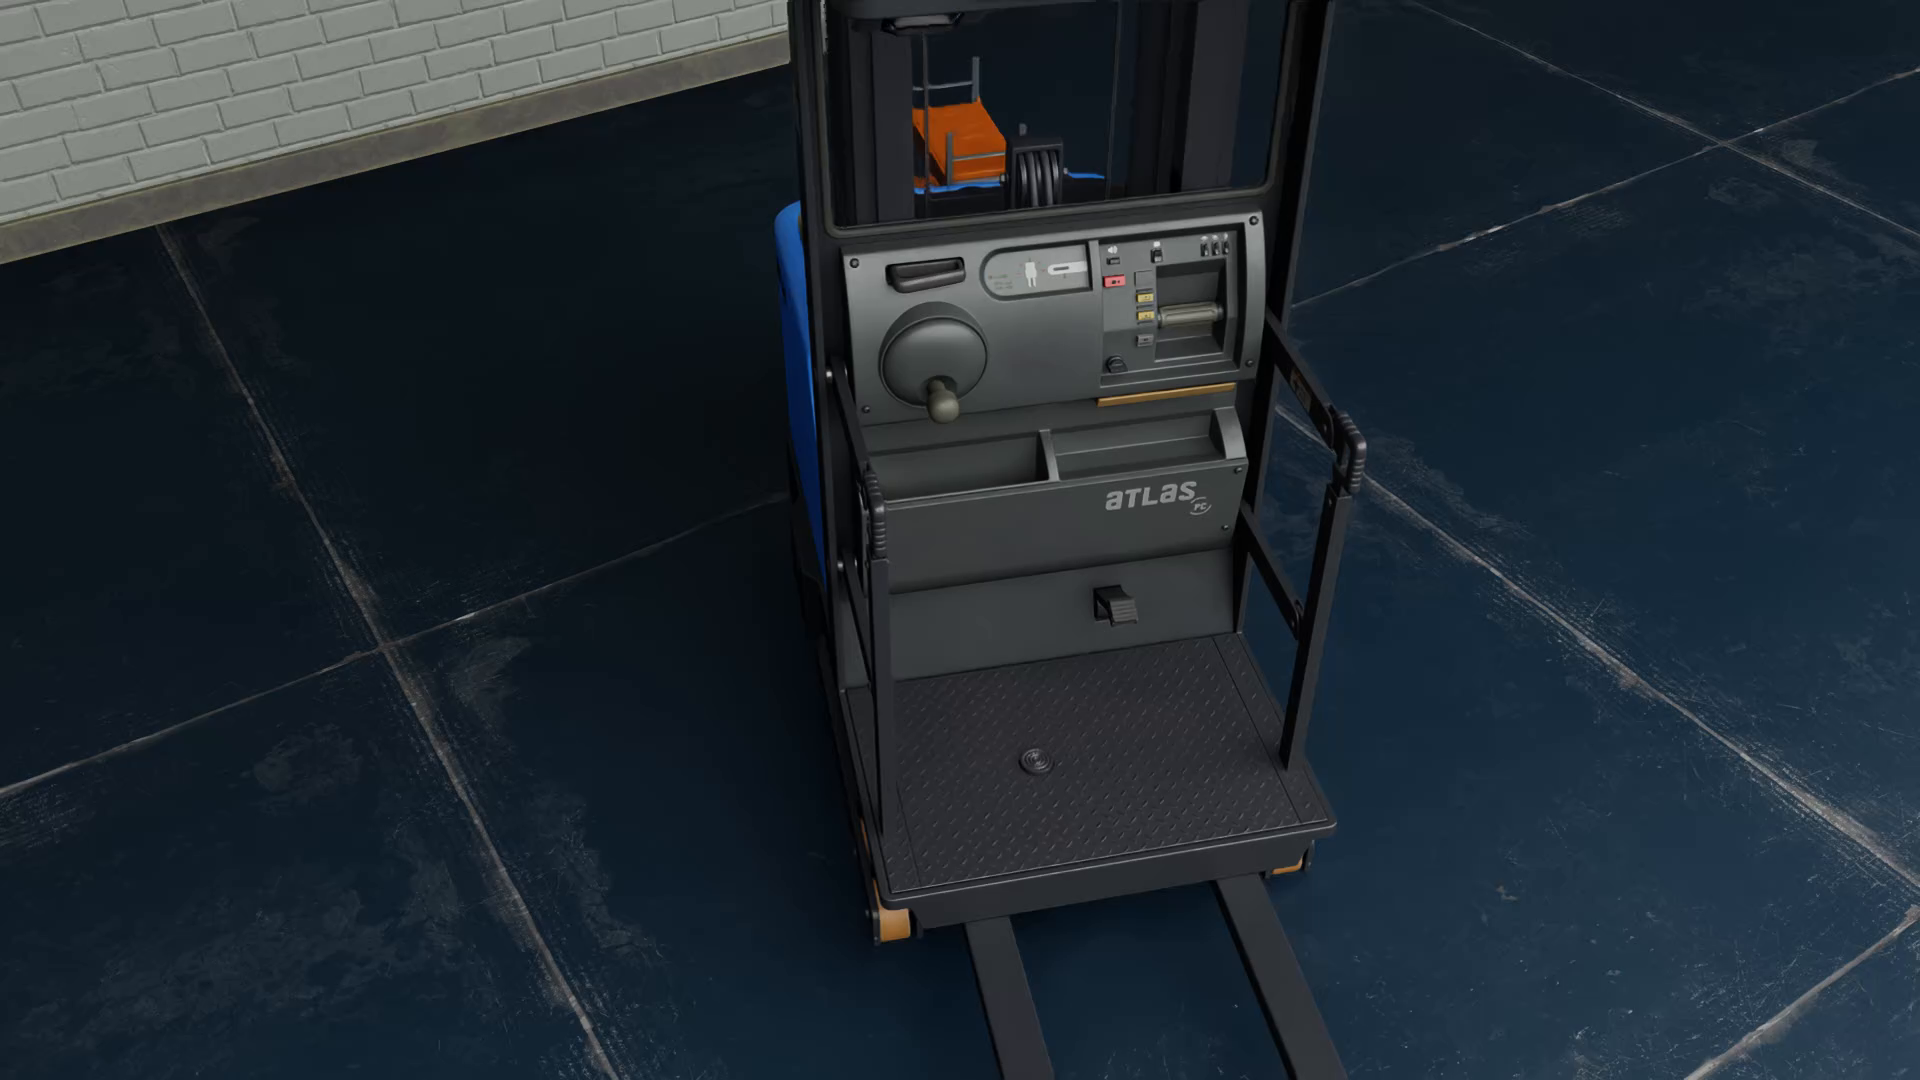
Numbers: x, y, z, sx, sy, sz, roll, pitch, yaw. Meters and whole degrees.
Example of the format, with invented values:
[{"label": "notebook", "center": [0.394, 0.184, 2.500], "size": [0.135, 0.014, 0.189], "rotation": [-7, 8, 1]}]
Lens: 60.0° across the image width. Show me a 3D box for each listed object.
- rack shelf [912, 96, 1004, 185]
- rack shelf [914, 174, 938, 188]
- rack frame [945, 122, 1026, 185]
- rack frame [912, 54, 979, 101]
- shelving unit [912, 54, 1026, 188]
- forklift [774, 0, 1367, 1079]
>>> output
[{"label": "rack shelf", "center": [0.008, -1.183, 5.119], "size": [0.258, 0.148, 0.480], "rotation": [-10, 41, -12]}, {"label": "rack shelf", "center": [0.008, -1.002, 5.270], "size": [0.258, 0.148, 0.480], "rotation": [-10, 41, -12]}, {"label": "rack frame", "center": [0.073, -0.731, 5.190], "size": [0.240, 1.200, 0.015], "rotation": [-10, 41, -12]}, {"label": "rack frame", "center": [-0.058, -1.032, 5.551], "size": [0.240, 1.200, 0.015], "rotation": [-10, 41, -12]}, {"label": "shelving unit", "center": [0.008, -0.881, 5.371], "size": [0.258, 1.200, 0.503], "rotation": [-10, 41, -12]}, {"label": "forklift", "center": [0.261, -0.411, 3.453], "size": [1.130, 2.935, 3.031], "rotation": [-8, 40, -9]}]
